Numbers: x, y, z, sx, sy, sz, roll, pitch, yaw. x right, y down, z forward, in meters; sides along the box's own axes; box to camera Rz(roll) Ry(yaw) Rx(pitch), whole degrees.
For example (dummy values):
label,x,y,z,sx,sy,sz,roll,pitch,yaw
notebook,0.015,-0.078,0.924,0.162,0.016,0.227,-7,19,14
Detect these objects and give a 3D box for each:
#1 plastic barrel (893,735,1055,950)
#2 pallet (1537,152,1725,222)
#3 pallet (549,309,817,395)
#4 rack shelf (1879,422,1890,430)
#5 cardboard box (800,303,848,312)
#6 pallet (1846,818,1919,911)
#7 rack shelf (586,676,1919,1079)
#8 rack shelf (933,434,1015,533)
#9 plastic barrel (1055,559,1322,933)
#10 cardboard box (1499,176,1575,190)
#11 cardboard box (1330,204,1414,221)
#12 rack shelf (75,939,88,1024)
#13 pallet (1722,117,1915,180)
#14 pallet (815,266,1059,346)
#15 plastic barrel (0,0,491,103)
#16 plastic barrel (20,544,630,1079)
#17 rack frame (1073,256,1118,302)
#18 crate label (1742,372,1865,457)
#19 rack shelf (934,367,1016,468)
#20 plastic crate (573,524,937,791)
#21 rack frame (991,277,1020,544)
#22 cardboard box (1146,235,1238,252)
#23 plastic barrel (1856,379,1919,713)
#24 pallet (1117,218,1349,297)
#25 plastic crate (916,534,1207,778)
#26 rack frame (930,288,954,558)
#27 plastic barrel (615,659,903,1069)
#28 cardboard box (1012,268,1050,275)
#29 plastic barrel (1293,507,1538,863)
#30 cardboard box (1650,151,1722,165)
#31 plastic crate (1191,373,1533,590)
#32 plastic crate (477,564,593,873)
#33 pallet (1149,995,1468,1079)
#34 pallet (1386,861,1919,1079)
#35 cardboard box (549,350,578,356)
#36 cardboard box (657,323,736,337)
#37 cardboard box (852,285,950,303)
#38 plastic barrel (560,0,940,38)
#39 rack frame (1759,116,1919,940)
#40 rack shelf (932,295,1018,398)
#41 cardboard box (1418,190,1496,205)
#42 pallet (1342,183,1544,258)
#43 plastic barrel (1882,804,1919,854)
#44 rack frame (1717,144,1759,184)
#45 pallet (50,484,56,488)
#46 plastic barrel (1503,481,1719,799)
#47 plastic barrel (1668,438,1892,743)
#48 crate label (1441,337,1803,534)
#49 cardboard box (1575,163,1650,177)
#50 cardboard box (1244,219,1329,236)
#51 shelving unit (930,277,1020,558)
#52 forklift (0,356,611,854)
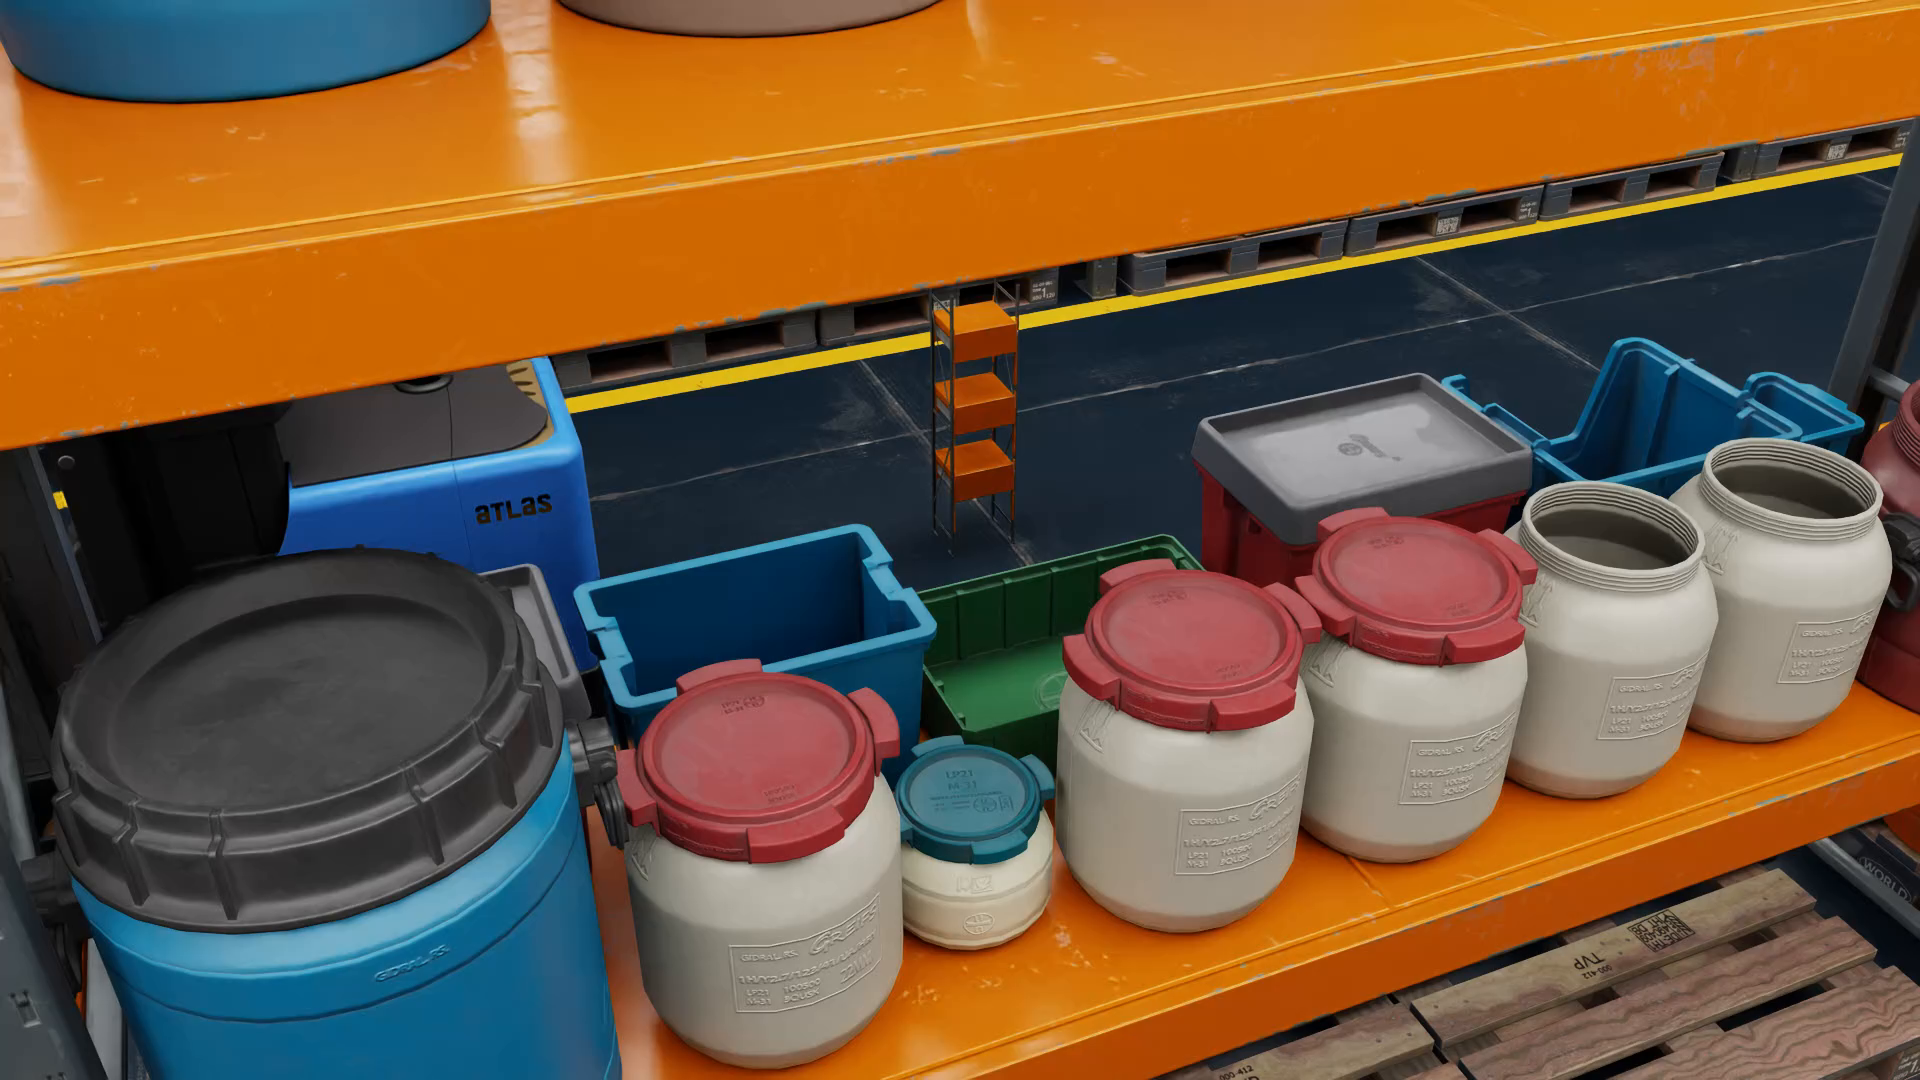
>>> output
label,x,y,z,sx,sy,sz,roll,pitch,yaw
plastic barrel,0.012,0.522,2.825,0.301,0.262,0.301,0,33,0
pallet,3.459,-2.155,9.369,1.213,0.211,1.003,-13,35,-19
pallet,-1.391,-1.092,7.734,1.213,0.211,1.003,-13,35,-19
rack shelf,4.264,-0.299,4.619,4.000,0.370,1.077,-13,35,-19
cardboard box,-0.823,-1.245,7.549,0.500,0.250,0.500,-12,35,-18
pallet,3.131,0.803,4.823,1.213,0.211,1.003,-13,35,-19
rack shelf,0.576,0.545,3.321,4.000,0.370,1.077,-13,35,-19
rack shelf,0.049,-0.210,6.138,0.240,0.259,0.215,-13,35,-19
plastic barrel,0.376,0.362,2.818,0.433,0.535,0.433,0,33,0
cardboard box,2.929,-2.197,8.765,0.500,0.500,0.500,-12,35,-18
cardboard box,1.982,-1.976,8.425,0.500,0.500,0.500,-13,35,-20
rack shelf,-3.112,1.390,2.024,4.000,0.370,1.077,-13,35,-19
pallet,4.828,-2.490,9.884,1.213,0.211,1.003,-13,35,-19
pallet,-0.268,-1.347,8.127,1.213,0.211,1.003,-13,35,-19
plastic barrel,-0.883,-1.018,1.854,0.708,0.901,0.600,-13,35,-19
plastic barrel,-0.794,0.526,2.231,0.708,0.901,0.600,-13,35,-19
rack frame,0.506,-2.670,7.604,0.127,3.000,1.000,-13,35,-19
crate label,1.887,-0.208,3.973,0.416,0.233,0.303,-13,35,-19
rack shelf,0.049,-0.442,5.987,0.240,0.259,0.215,-13,35,-19
plastic crate,-0.371,0.283,3.079,0.575,0.384,0.392,-13,35,-19
rack frame,0.162,-0.477,6.021,0.008,1.050,0.200,-13,35,-19
cardboard box,1.037,-1.759,8.092,0.500,0.500,0.500,-11,35,-17
plastic barrel,2.110,0.015,3.352,0.708,0.536,0.600,-13,35,-19
pallet,1.209,-1.640,8.577,1.213,0.211,1.003,-13,35,-19
plastic crate,0.229,0.245,3.317,0.662,0.188,0.450,-13,35,-19
rack frame,-0.063,-0.426,5.941,0.008,1.050,0.200,-13,35,-19
plastic barrel,-0.301,0.517,2.580,0.433,0.535,0.433,0,33,0
cardboard box,0.116,-1.460,7.880,0.500,0.250,0.500,-12,35,-18
plastic barrel,0.775,0.271,2.959,0.433,0.535,0.433,0,33,0
cardboard box,3.850,-2.403,9.082,0.500,0.500,0.500,-13,35,-19
plastic crate,0.812,-0.018,3.469,0.583,0.464,0.402,-13,35,-19
plastic crate,-0.940,0.383,2.852,0.583,0.464,0.402,-13,35,-19
pallet,0.568,1.390,3.921,1.213,0.211,1.003,-13,35,-19
pallet,1.691,1.134,4.313,1.213,0.211,1.003,-13,35,-19
cardboard box,-1.766,-1.028,7.215,0.500,0.250,0.500,-14,36,-20
cardboard box,-1.296,-1.135,7.380,0.500,0.250,0.500,-12,35,-18
cardboard box,-0.358,-1.349,7.710,0.500,0.250,0.500,-13,35,-19
plastic barrel,-0.280,-1.156,2.066,0.600,0.901,0.600,0,33,0
rack frame,2.420,-0.179,3.774,0.127,3.000,1.000,-13,35,-19
rack shelf,0.049,-0.680,5.832,0.240,0.259,0.215,-13,35,-19
cardboard box,2.461,-2.089,8.599,0.500,0.500,0.500,-14,36,-21
pallet,2.332,-1.896,8.970,1.213,0.211,1.003,-13,35,-19
plastic barrel,2.865,0.443,4.423,0.708,0.830,0.600,-13,35,-19
rack frame,4.194,-3.515,8.902,0.127,3.000,1.000,-13,35,-19
pallet,-3.931,-0.510,6.840,1.213,0.211,1.003,-13,35,-19
plastic barrel,1.166,0.188,3.108,0.421,0.512,0.421,0,33,0
plastic barrel,1.555,0.099,3.245,0.421,0.512,0.421,0,33,0
crate label,1.400,-0.120,3.651,0.616,0.435,0.502,-13,35,-19
cardboard box,3.391,-2.303,8.928,0.500,0.500,0.500,-13,35,-19
cardboard box,1.517,-1.873,8.266,0.500,0.500,0.500,-14,36,-21
shelving unit,0.049,-0.451,5.981,0.252,1.050,0.215,-13,35,-19
forklift,-2.642,-0.562,4.427,3.031,2.935,1.130,-12,35,-17
